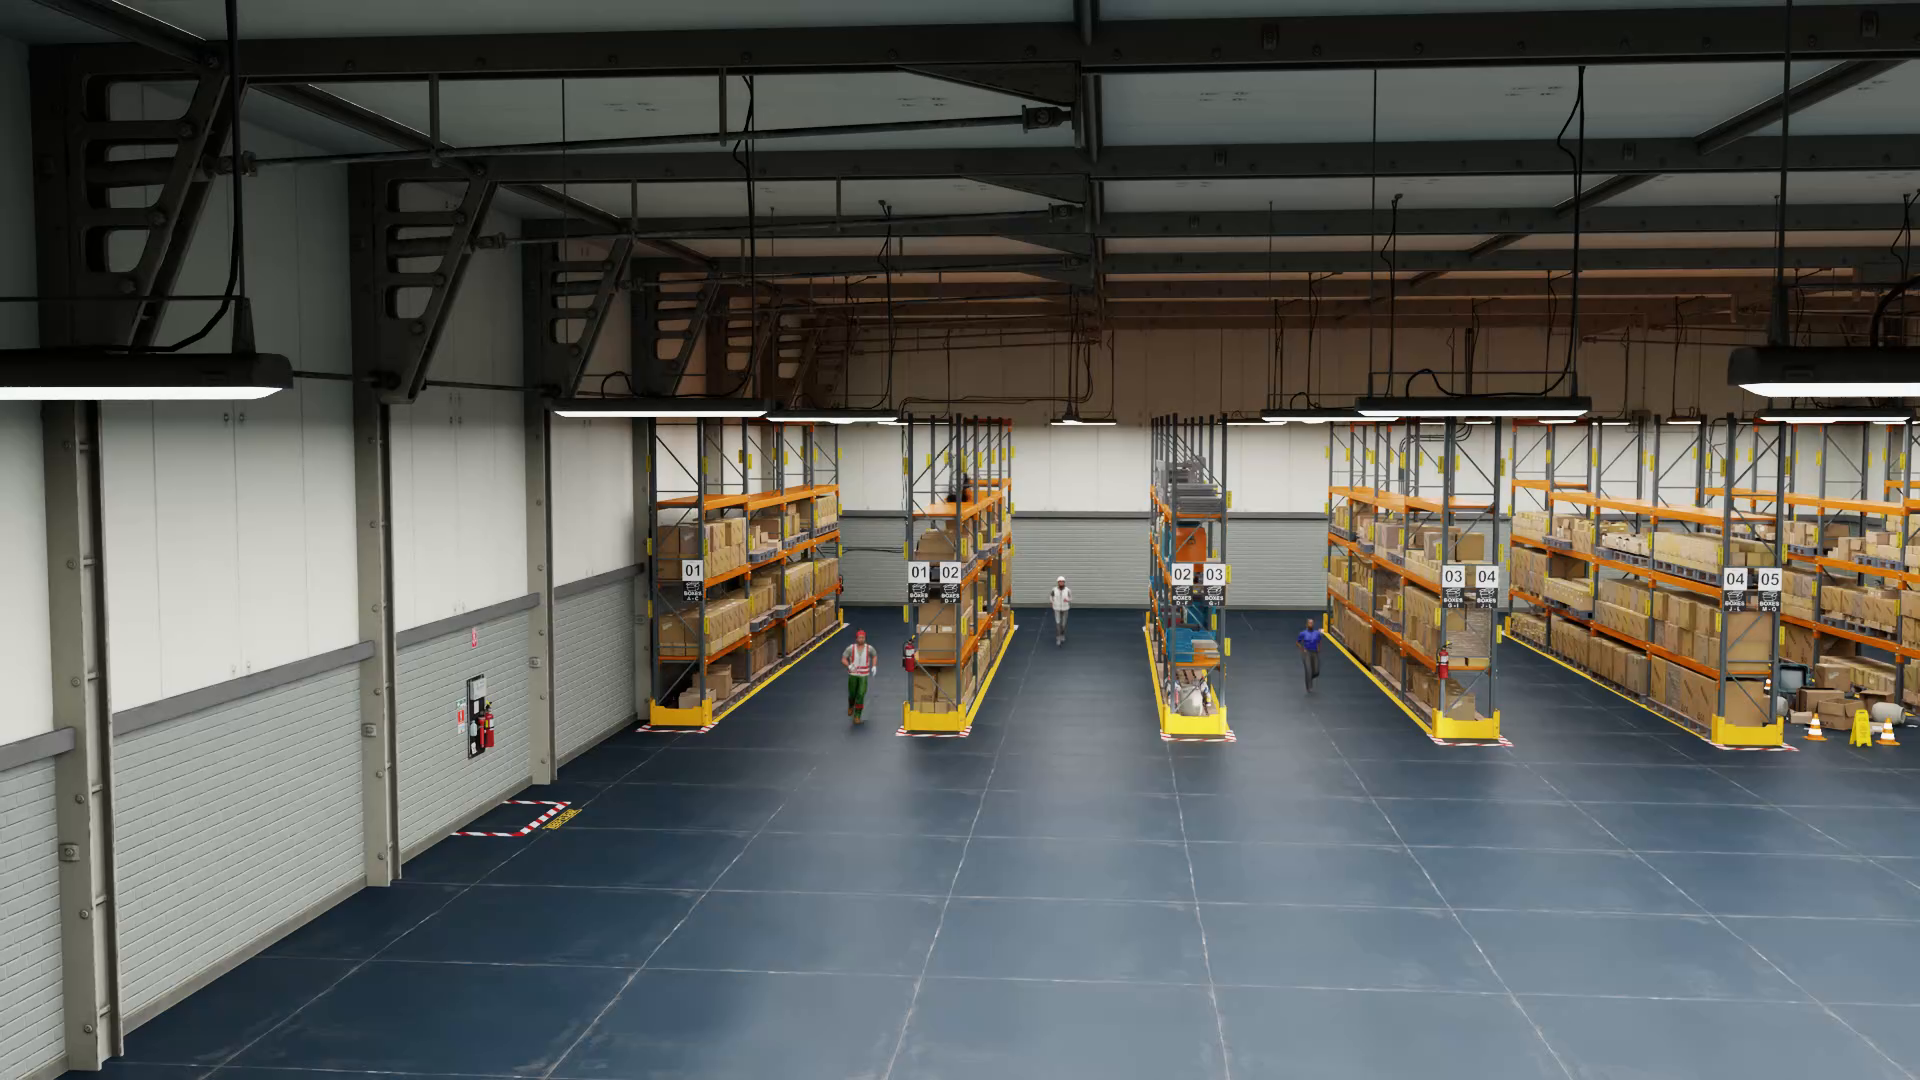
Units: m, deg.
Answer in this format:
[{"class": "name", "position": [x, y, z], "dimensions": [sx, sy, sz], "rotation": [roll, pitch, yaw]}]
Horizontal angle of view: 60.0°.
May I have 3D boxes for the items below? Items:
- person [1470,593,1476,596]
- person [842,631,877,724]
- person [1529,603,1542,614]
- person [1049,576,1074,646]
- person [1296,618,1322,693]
[{"class": "person", "position": [14.447, 1.709, 47.092], "dimensions": [0.829, 1.685, 0.836], "rotation": [-2, 4, -31]}, {"class": "person", "position": [-1.959, 2.646, 32.477], "dimensions": [0.699, 1.779, 0.876], "rotation": [0, 4, -6]}, {"class": "person", "position": [16.348, 1.698, 46.969], "dimensions": [0.864, 1.701, 0.611], "rotation": [0, 4, 0]}, {"class": "person", "position": [2.682, 1.858, 44.085], "dimensions": [0.652, 1.800, 0.811], "rotation": [0, 4, 0]}, {"class": "person", "position": [7.562, 2.498, 35.985], "dimensions": [0.574, 1.603, 0.546], "rotation": [0, 4, -5]}]
